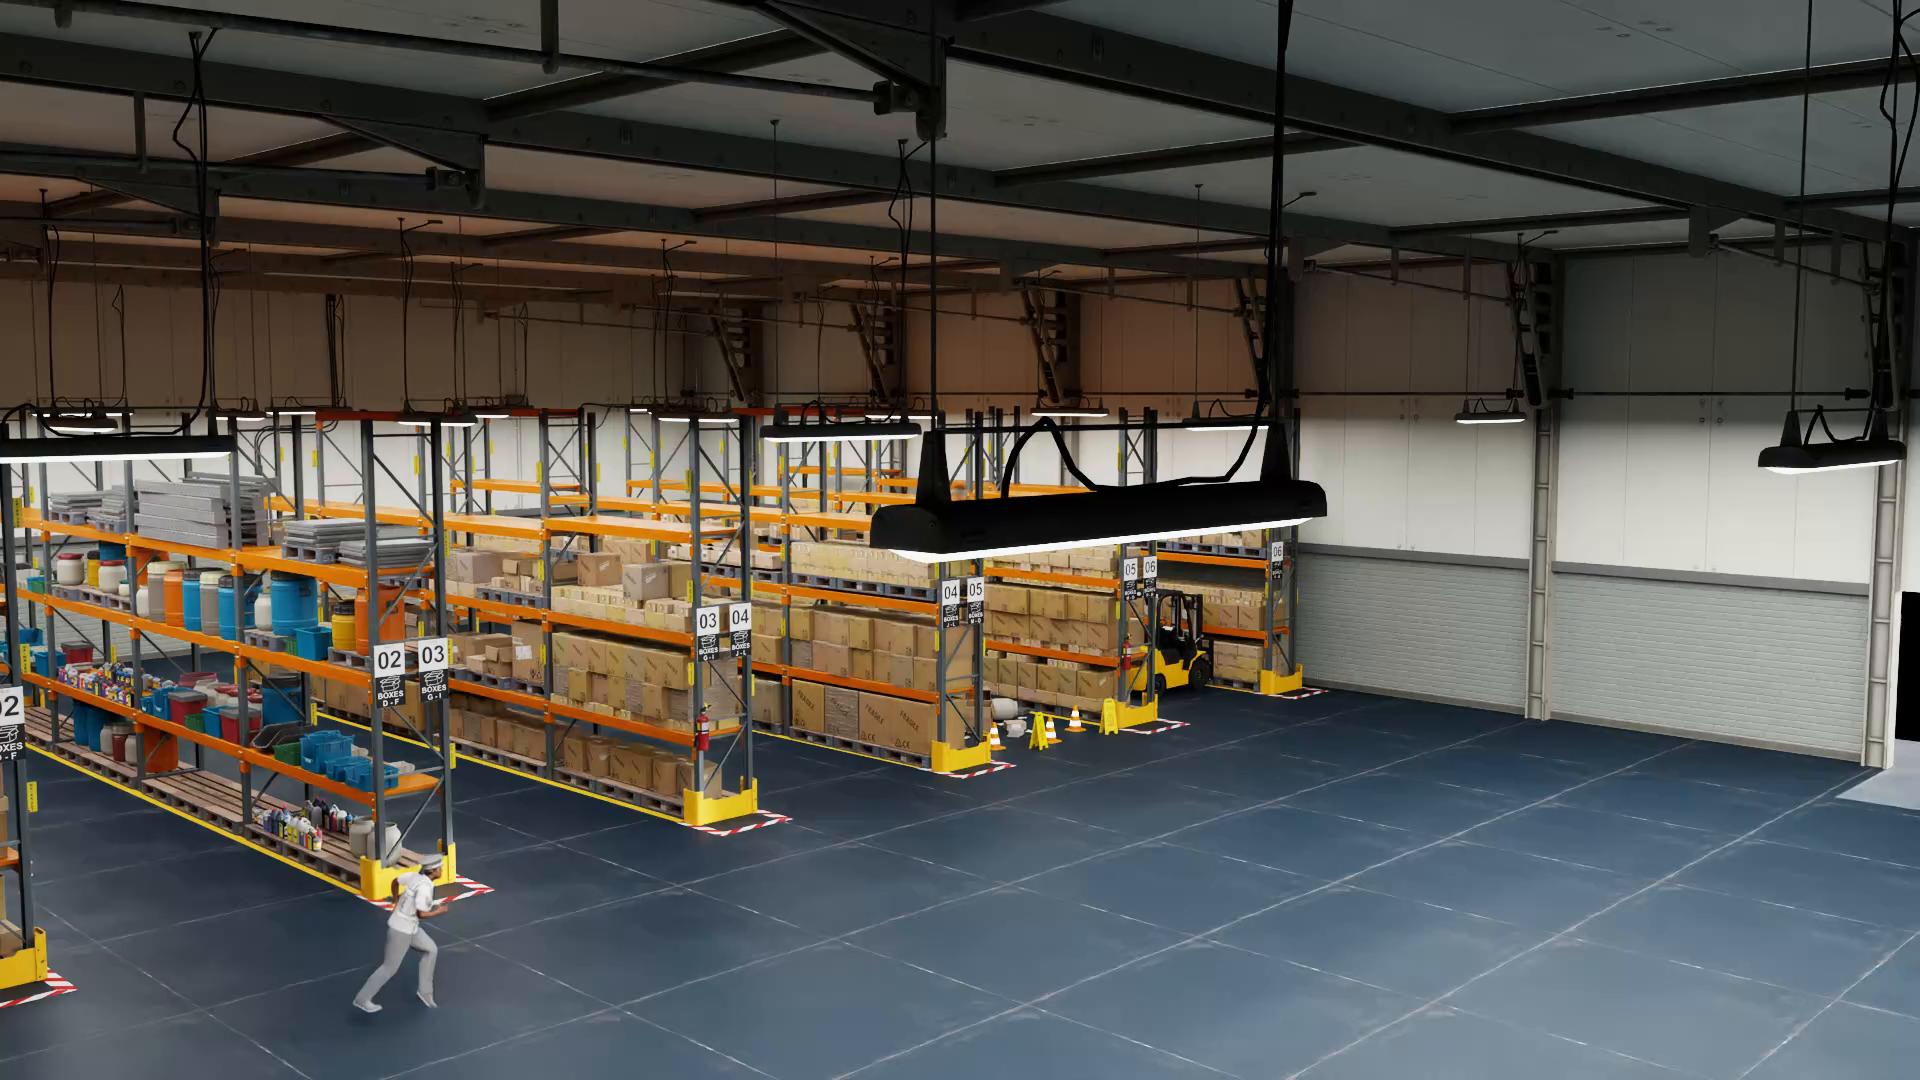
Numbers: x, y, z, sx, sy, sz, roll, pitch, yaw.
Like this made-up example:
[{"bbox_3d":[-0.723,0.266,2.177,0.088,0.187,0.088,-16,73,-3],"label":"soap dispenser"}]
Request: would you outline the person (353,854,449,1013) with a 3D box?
[{"bbox_3d":[-5.724,4.066,17.016,0.968,1.642,0.605,-2,5,-23],"label":"person"}]
